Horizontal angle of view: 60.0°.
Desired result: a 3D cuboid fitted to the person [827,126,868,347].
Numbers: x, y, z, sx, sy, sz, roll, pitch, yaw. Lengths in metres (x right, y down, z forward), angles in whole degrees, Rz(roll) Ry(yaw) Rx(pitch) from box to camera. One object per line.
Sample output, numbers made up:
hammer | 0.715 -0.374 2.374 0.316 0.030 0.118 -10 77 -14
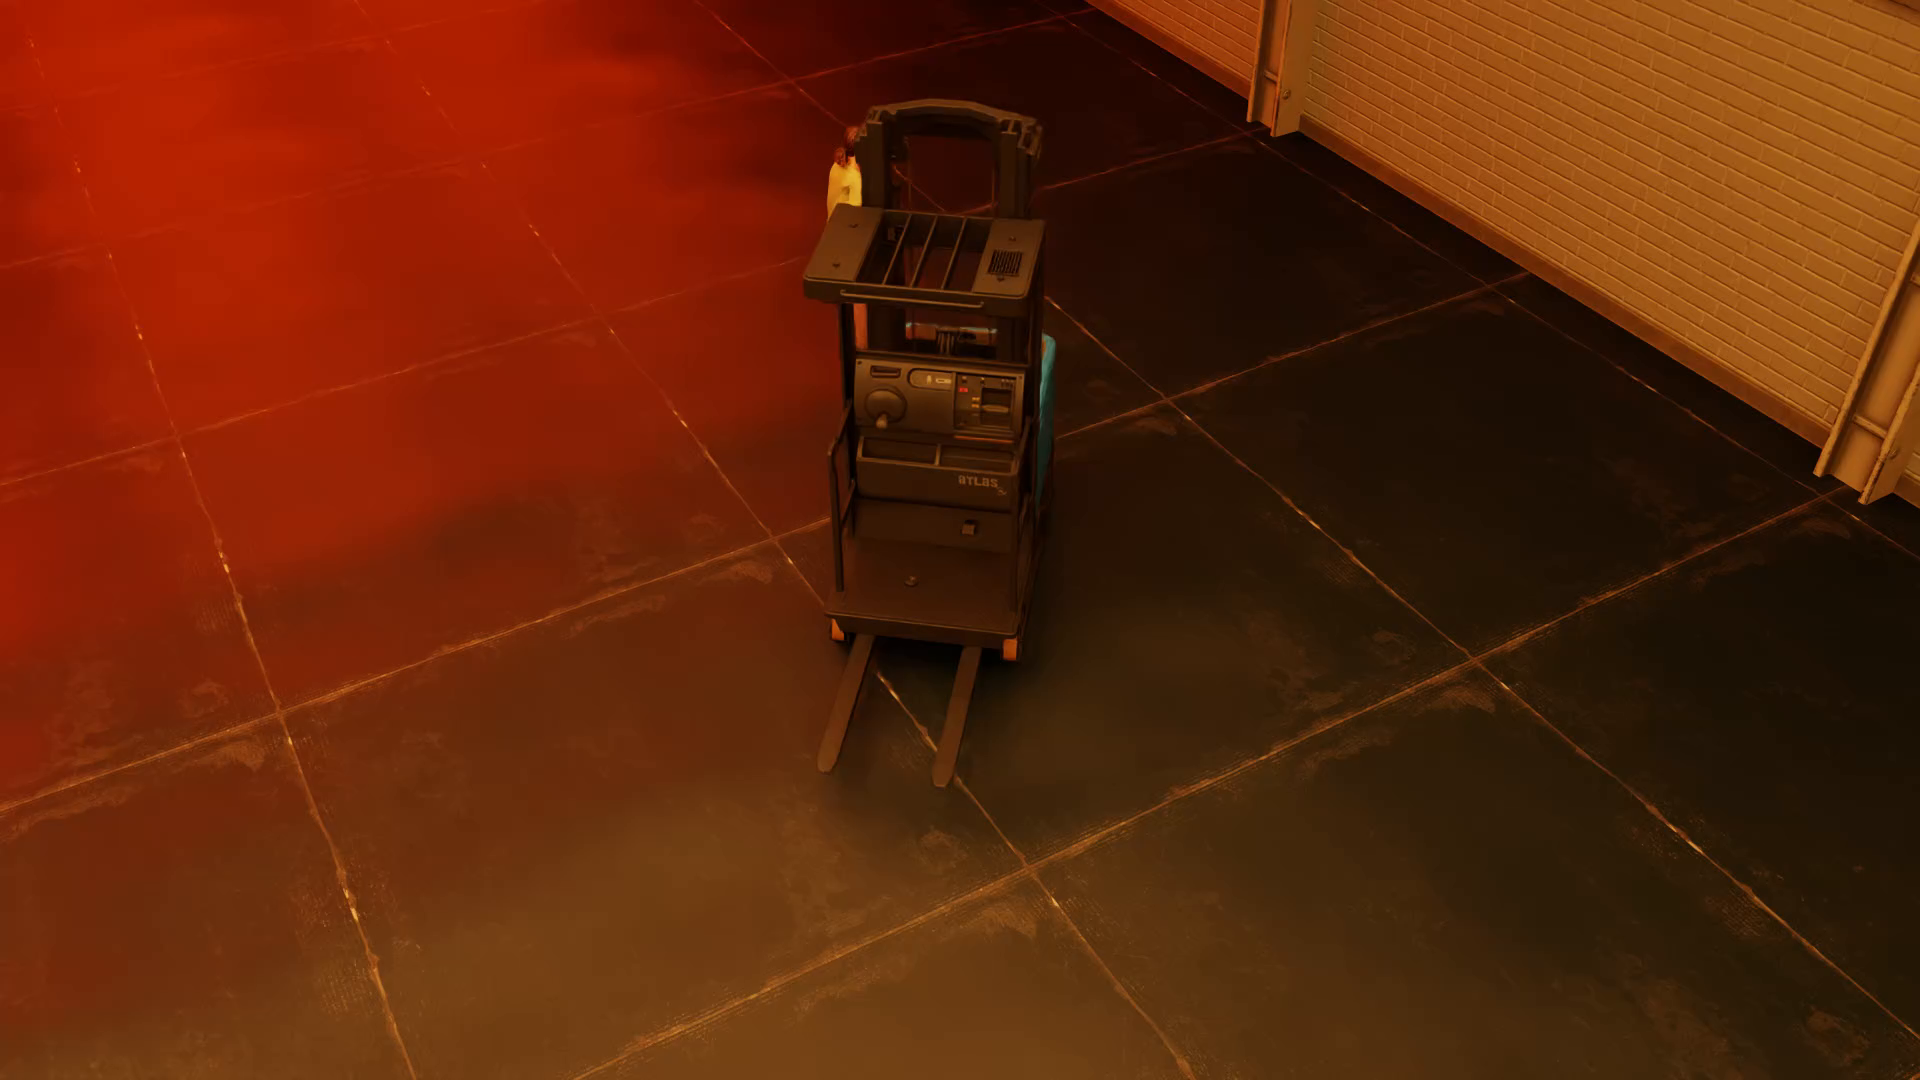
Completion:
person | -0.714 -2.067 11.516 0.359 1.671 0.512 -14 42 -17

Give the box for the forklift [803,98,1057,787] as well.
forklift | -0.148 -0.688 8.866 1.130 2.935 3.031 6 40 7
